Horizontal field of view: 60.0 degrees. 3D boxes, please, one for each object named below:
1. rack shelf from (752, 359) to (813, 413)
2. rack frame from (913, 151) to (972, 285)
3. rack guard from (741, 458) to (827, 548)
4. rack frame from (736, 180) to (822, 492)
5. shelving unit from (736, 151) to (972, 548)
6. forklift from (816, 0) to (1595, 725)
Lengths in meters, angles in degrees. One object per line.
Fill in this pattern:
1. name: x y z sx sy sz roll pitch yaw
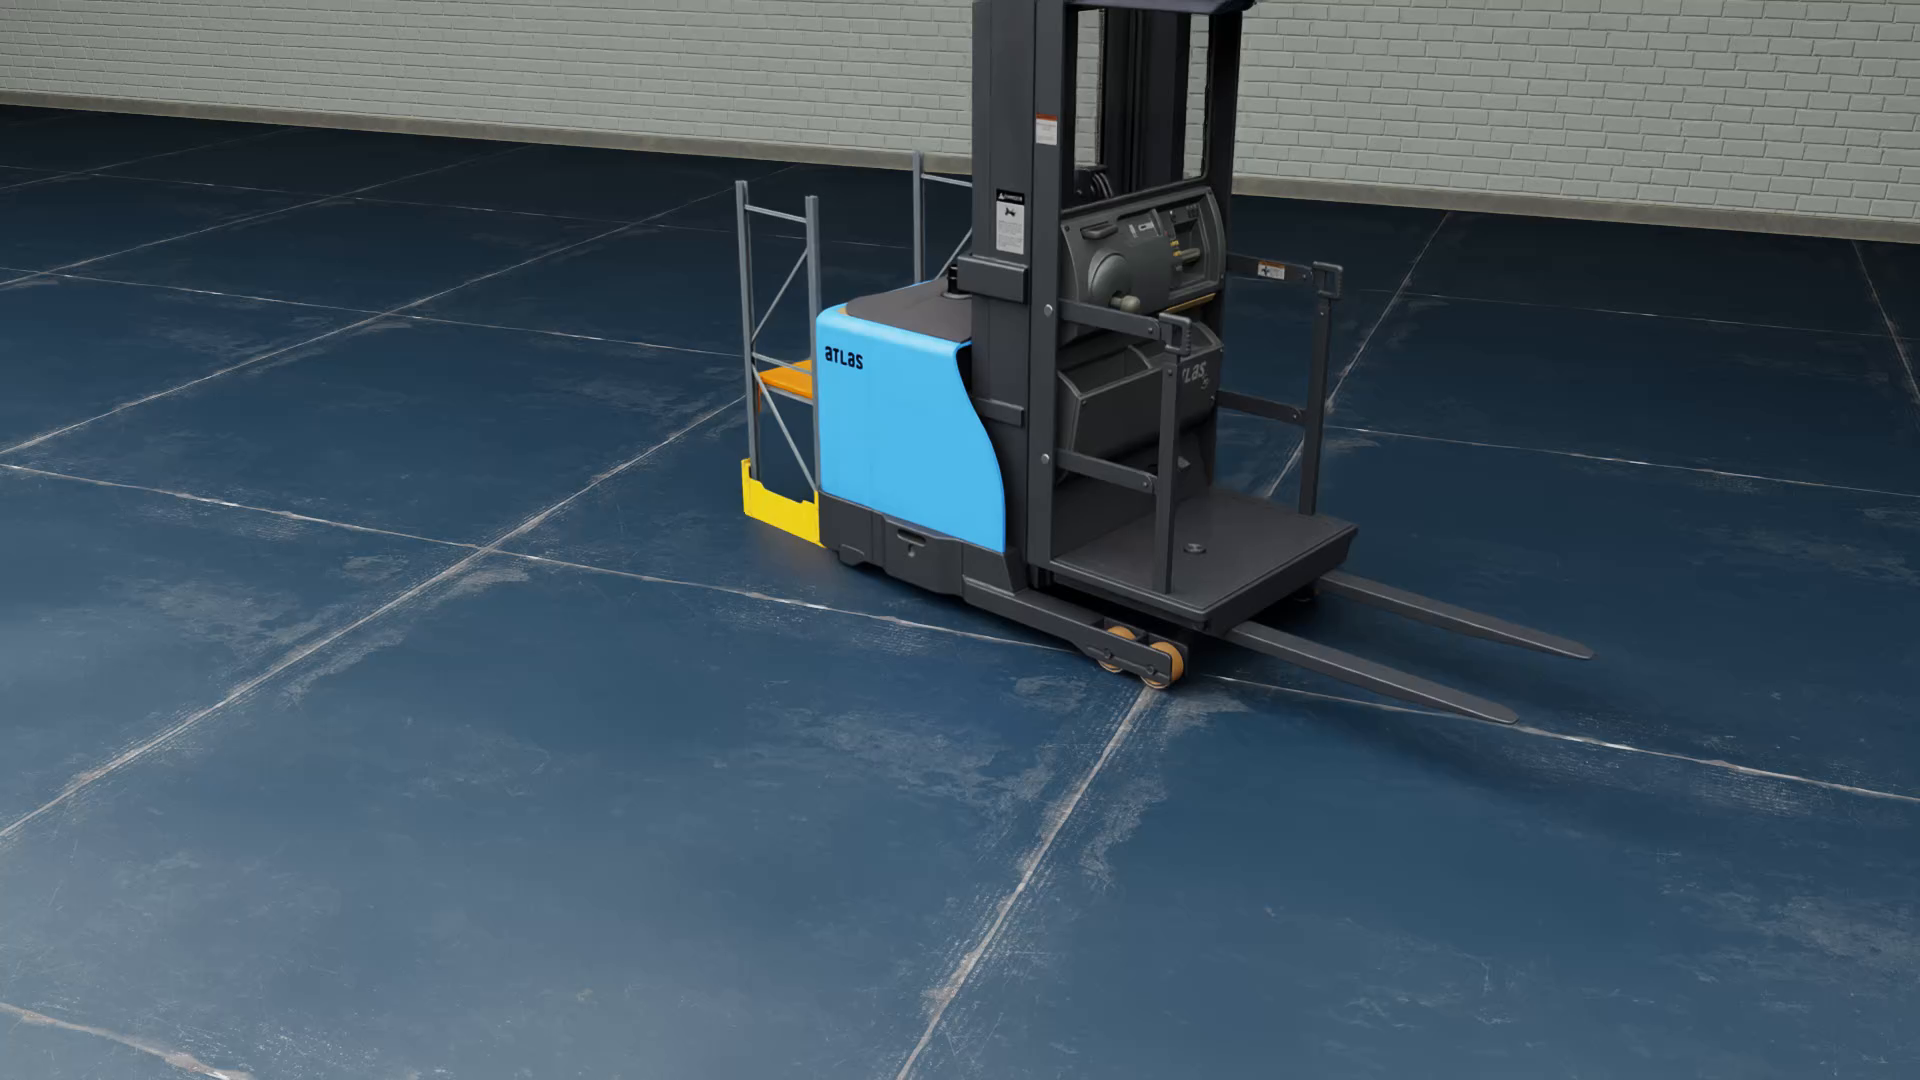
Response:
1. rack shelf: -0.391 -0.717 7.487 1.000 0.185 0.538 -21 30 -40
2. rack frame: -0.029 -1.020 7.747 0.032 1.500 0.500 -21 30 -40
3. rack guard: -0.753 -0.169 7.330 0.087 0.250 0.587 -21 30 -40
4. rack frame: -0.754 -0.745 7.089 0.032 1.500 0.500 -21 30 -40
5. shelving unit: -0.398 -0.880 7.412 1.083 1.500 0.587 -21 30 -40
6. forklift: 0.840 -1.047 5.953 3.031 2.935 1.130 19 29 38
